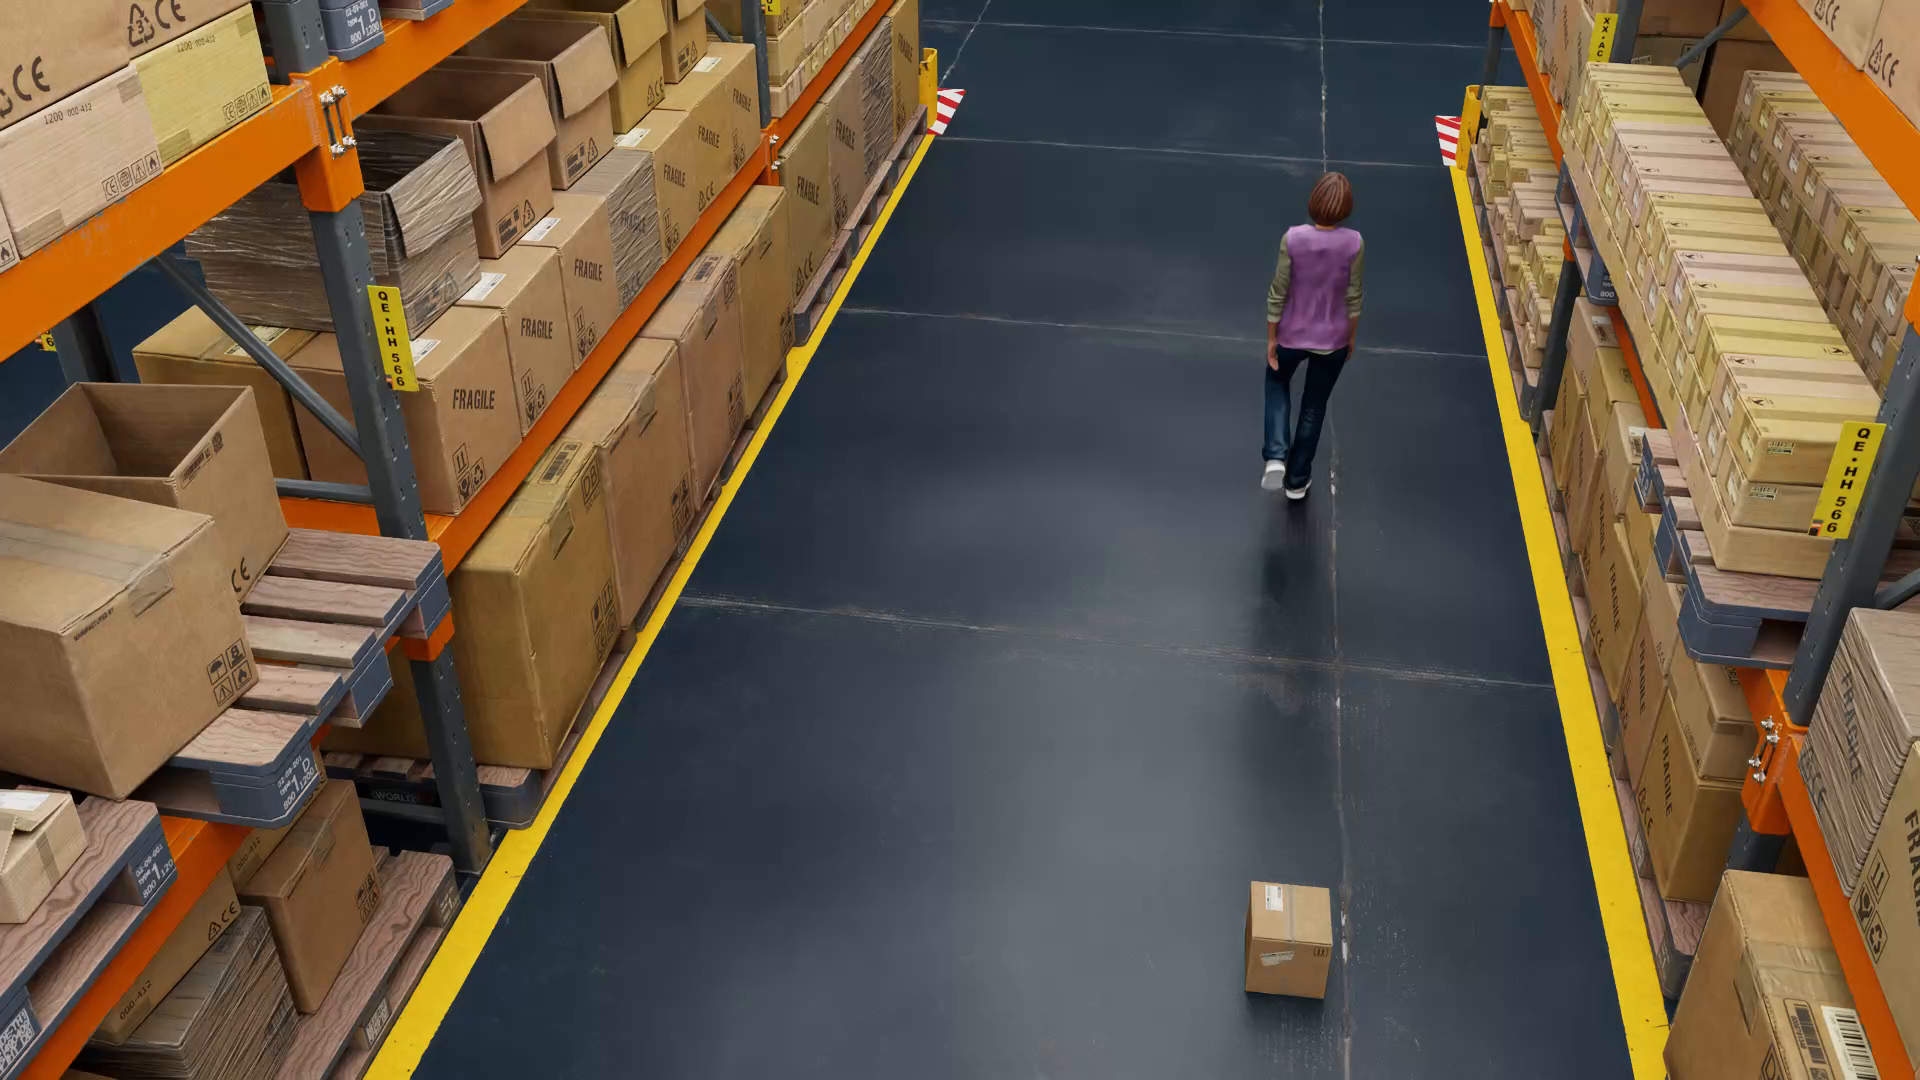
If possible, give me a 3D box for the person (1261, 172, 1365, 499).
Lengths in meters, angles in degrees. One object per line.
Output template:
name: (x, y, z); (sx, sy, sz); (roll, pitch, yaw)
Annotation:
person: (1.579, -0.907, 7.507); (0.414, 1.591, 0.421); (7, 34, 11)
